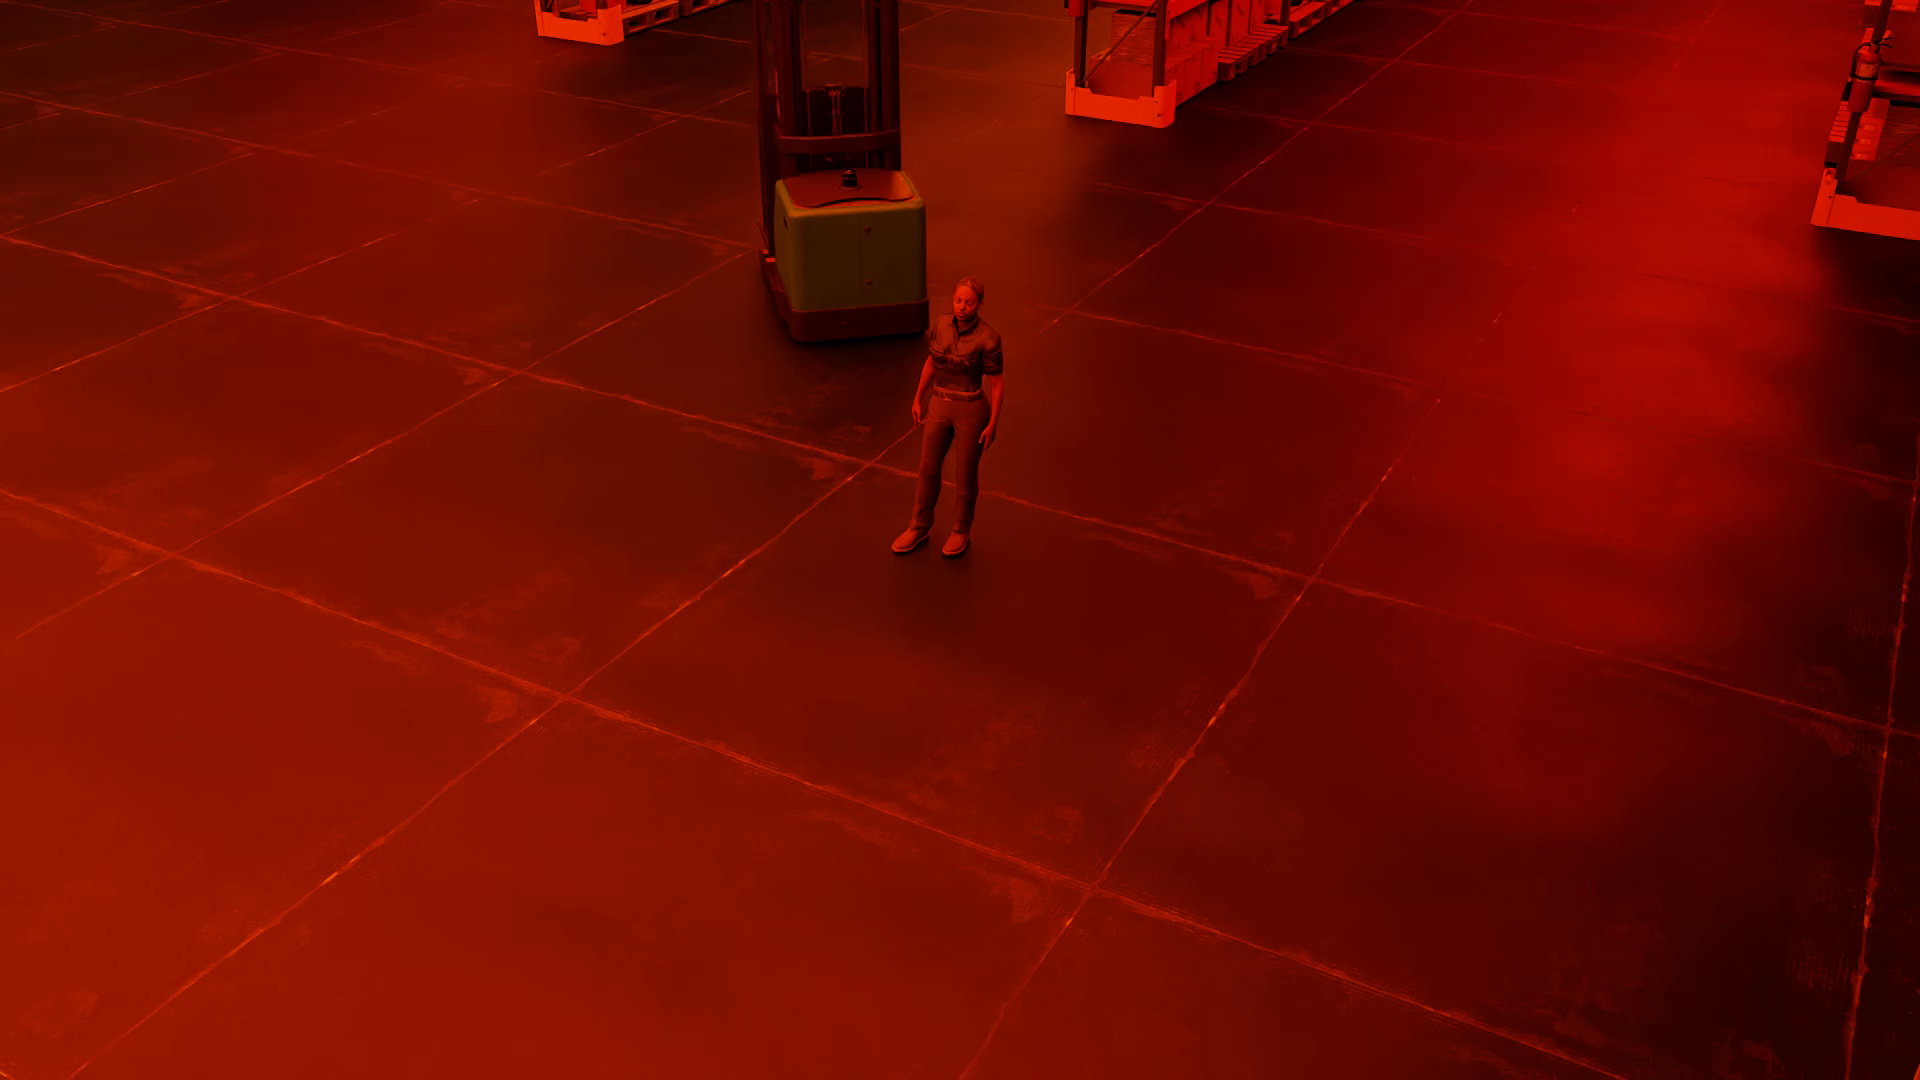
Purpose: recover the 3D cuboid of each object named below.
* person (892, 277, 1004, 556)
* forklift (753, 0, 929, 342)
[{"bbox_3d":[-0.060,-0.689,9.528,0.569,1.654,0.504,15,33,25],"label":"person"},{"bbox_3d":[-1.062,-3.472,13.086,1.130,2.935,3.031,-7,31,-11],"label":"forklift"}]
